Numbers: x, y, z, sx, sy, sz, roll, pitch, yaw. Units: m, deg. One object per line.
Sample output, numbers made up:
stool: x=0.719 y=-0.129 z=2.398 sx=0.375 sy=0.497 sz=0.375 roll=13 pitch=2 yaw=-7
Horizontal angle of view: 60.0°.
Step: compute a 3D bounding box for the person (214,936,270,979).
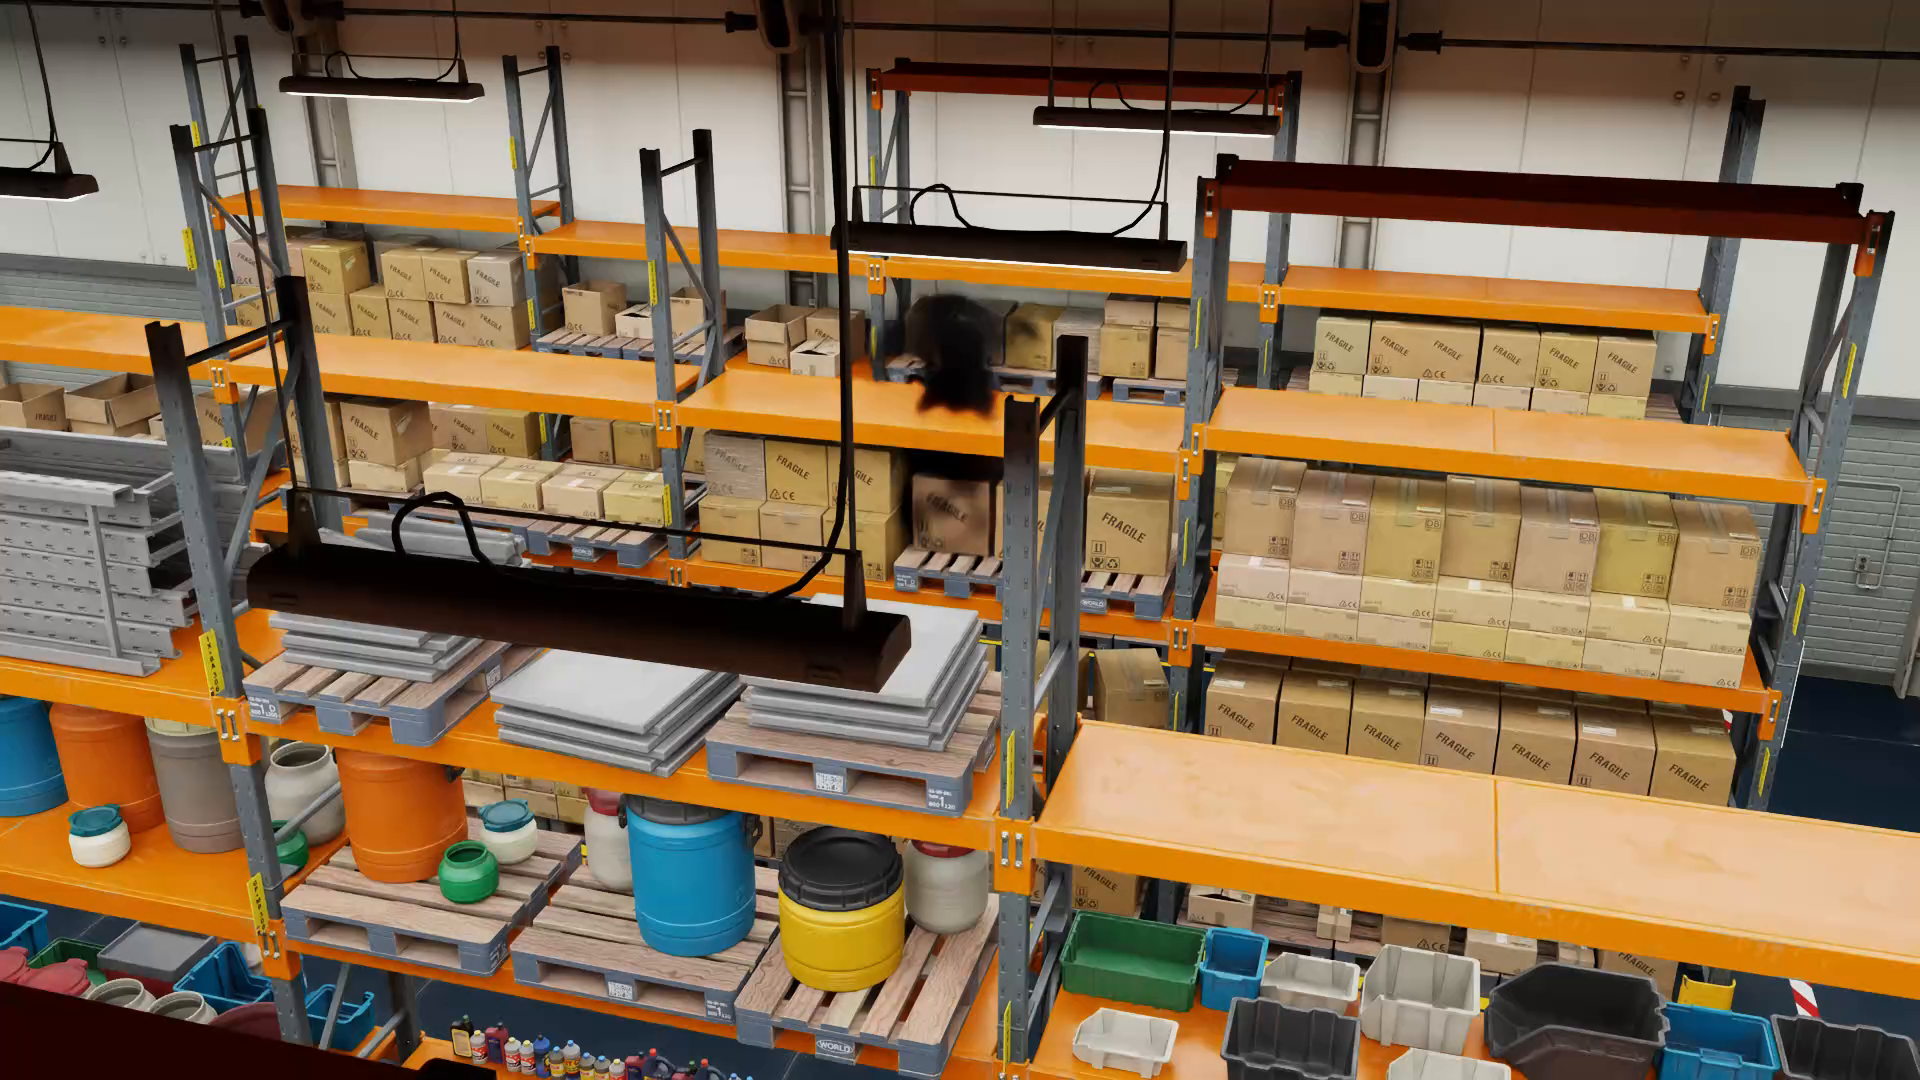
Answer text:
person: x=-4.850 y=2.851 z=11.512 sx=0.885 sy=1.757 sz=0.745 roll=20 pitch=30 yaw=39
